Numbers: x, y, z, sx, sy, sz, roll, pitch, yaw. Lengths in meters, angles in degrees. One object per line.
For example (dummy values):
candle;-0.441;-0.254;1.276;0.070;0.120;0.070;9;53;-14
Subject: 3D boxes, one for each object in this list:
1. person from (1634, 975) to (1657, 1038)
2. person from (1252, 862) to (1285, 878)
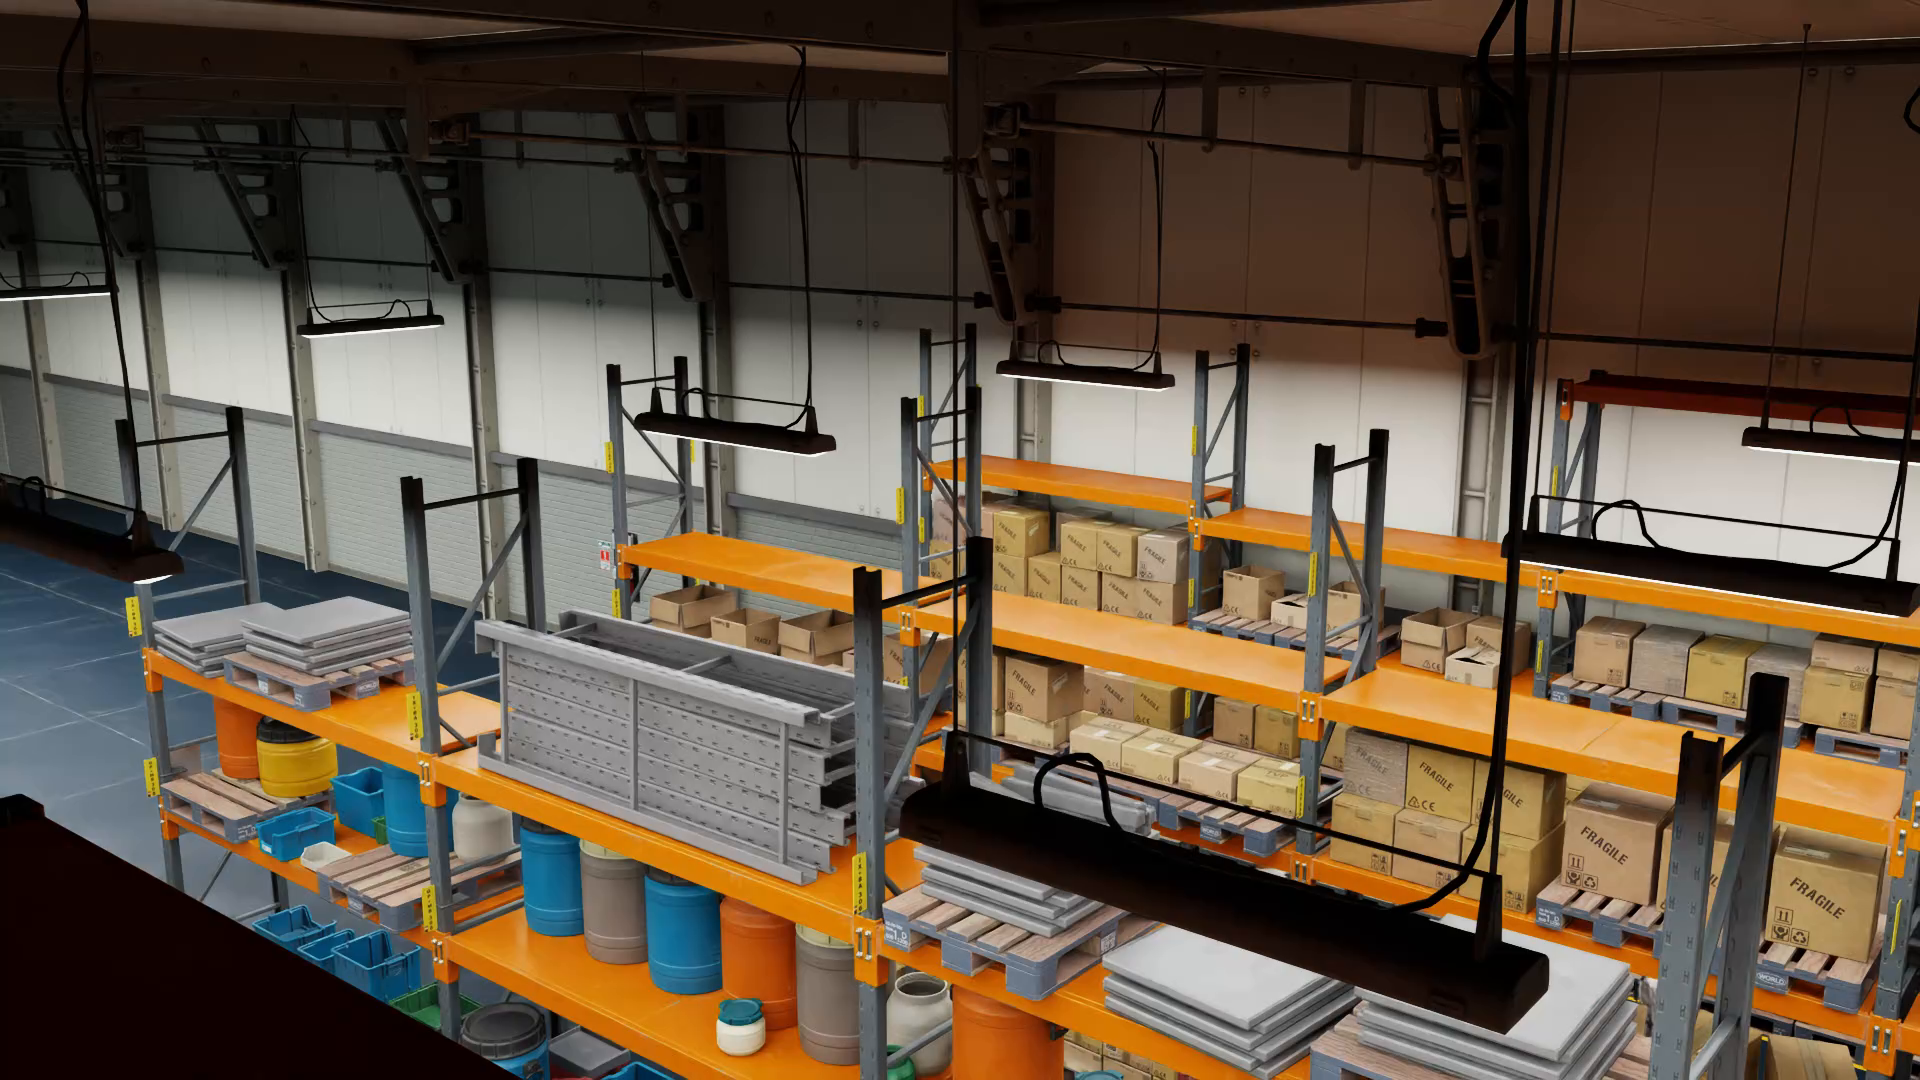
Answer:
person;5.985;4.118;14.215;1.049;1.622;0.511;10;16;38
person;2.825;3.677;15.987;1.084;1.708;0.579;10;16;39
